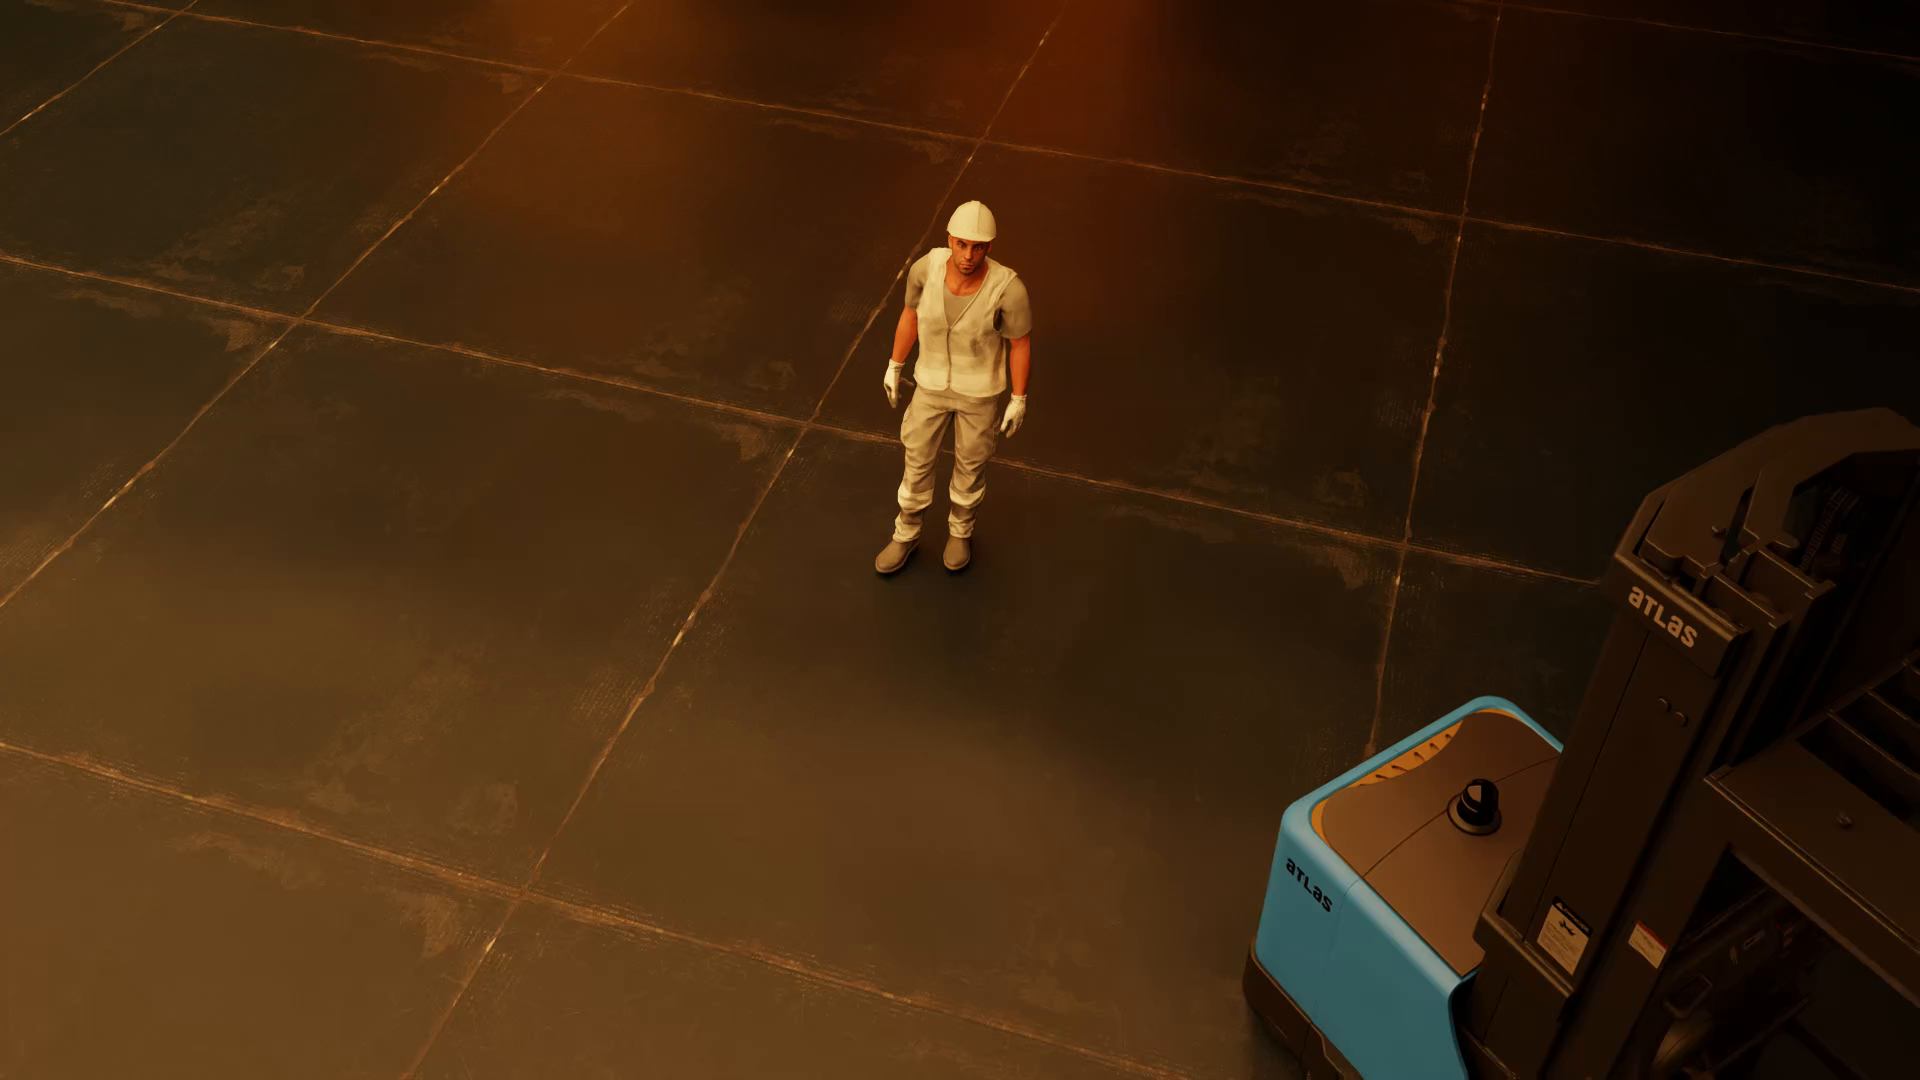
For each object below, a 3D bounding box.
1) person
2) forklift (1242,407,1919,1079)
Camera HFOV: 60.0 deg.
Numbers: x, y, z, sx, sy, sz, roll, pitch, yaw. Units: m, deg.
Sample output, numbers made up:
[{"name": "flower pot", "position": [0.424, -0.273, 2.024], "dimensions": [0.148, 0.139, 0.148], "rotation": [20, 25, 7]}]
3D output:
[{"name": "person", "position": [-0.036, -0.611, 7.172], "dimensions": [0.637, 1.790, 0.562], "rotation": [12, 44, 13]}, {"name": "forklift", "position": [2.242, 1.245, 4.350], "dimensions": [1.130, 2.935, 3.031], "rotation": [-24, 48, -24]}]
